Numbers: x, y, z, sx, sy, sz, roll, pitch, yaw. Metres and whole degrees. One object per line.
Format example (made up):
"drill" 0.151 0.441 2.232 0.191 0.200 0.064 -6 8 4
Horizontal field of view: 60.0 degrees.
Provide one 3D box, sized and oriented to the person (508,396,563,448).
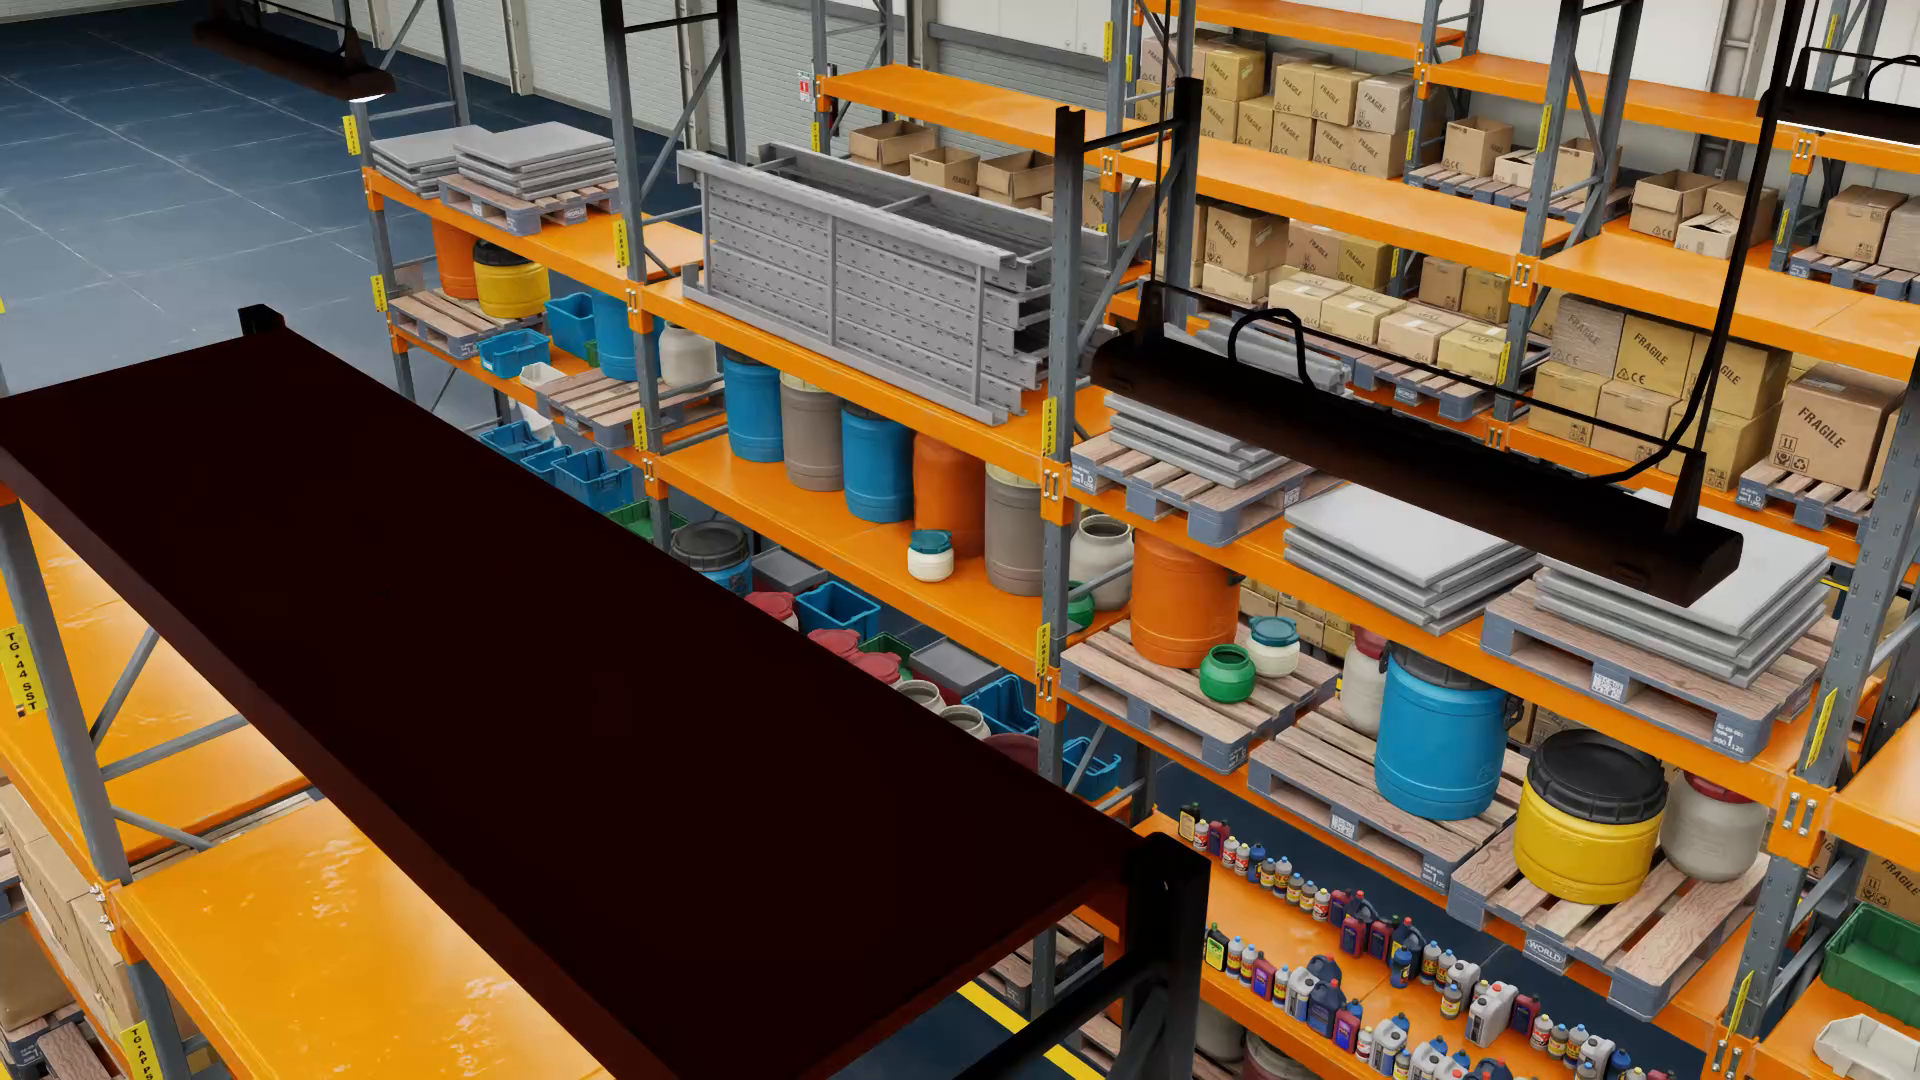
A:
"person" -4.613 -1.488 17.751 1.103 1.729 0.600 7 29 13
